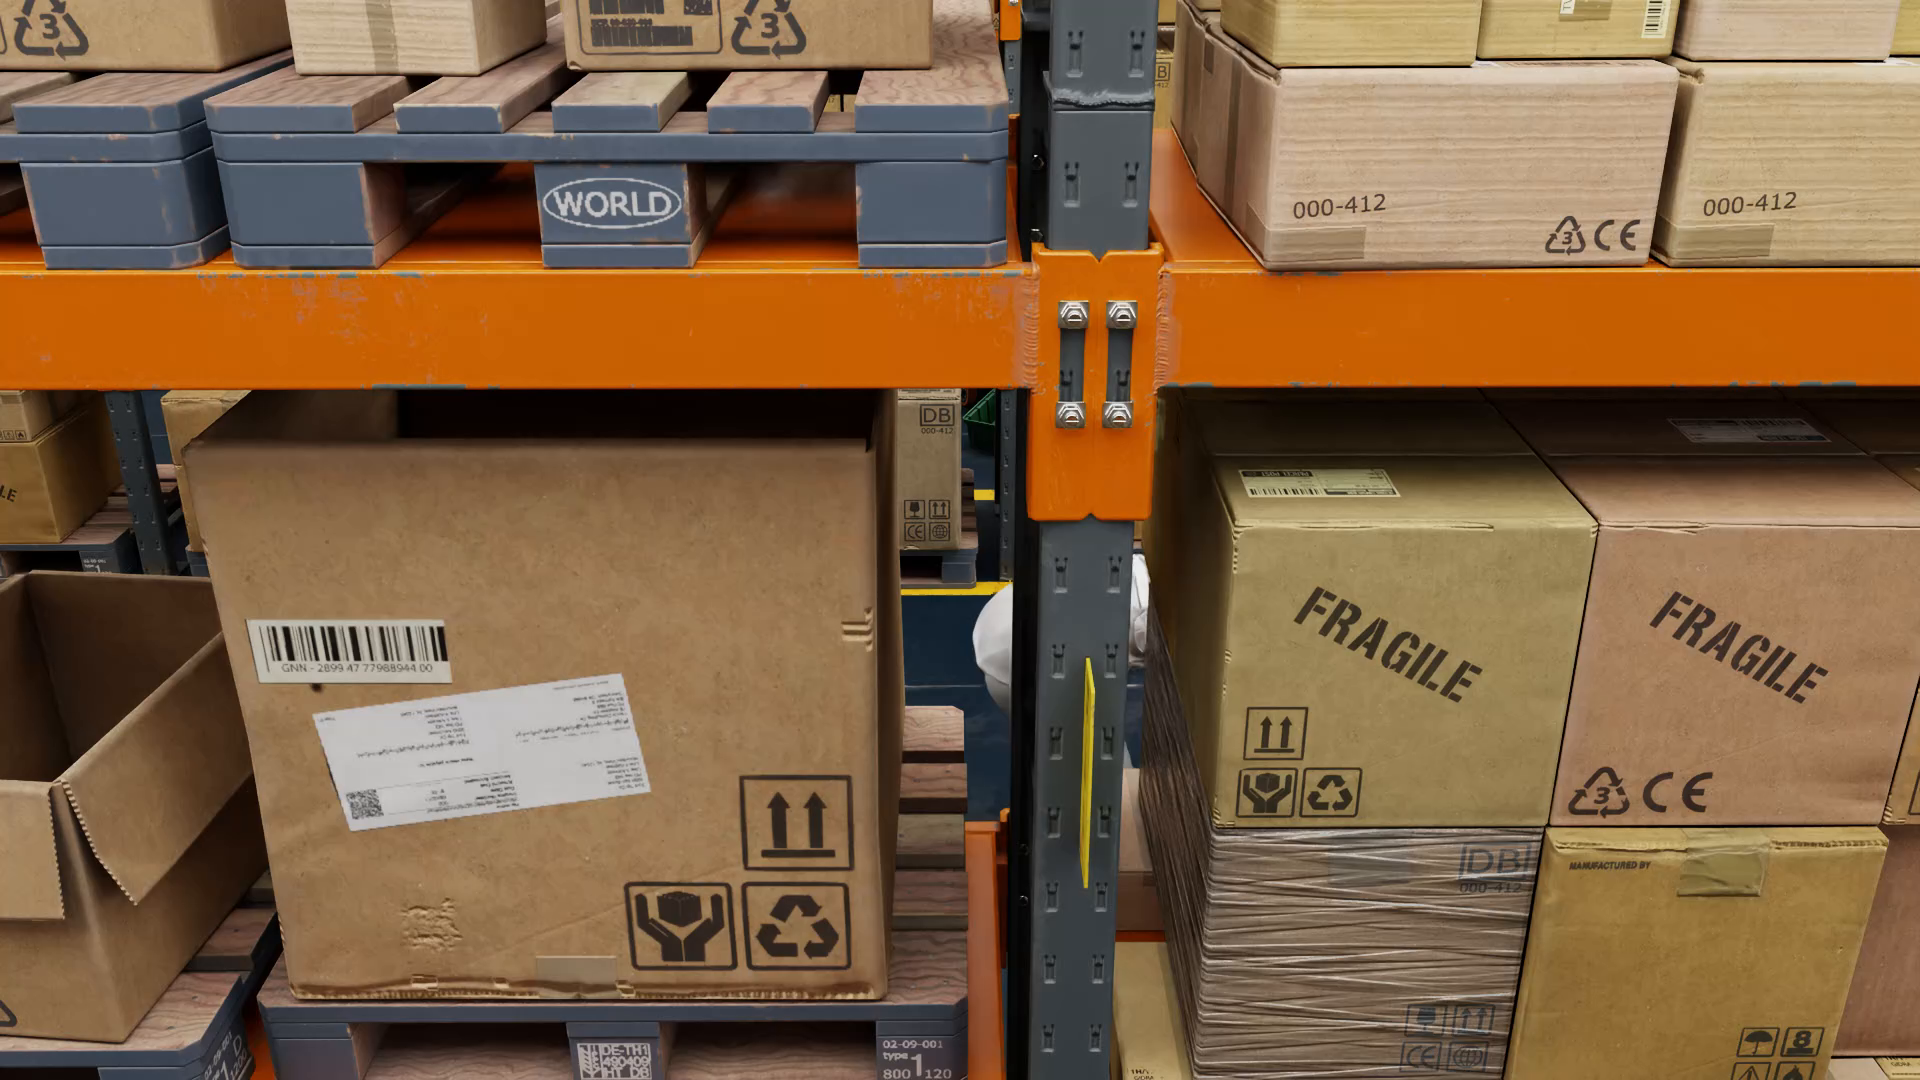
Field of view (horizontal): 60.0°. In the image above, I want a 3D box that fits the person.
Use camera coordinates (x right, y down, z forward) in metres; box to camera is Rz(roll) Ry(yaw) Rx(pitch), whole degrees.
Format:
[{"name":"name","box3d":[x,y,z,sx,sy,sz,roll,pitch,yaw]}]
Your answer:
[{"name":"person","box3d":[0.559,0.559,5.580,1.029,1.151,0.530,-1,24,-3]}]
